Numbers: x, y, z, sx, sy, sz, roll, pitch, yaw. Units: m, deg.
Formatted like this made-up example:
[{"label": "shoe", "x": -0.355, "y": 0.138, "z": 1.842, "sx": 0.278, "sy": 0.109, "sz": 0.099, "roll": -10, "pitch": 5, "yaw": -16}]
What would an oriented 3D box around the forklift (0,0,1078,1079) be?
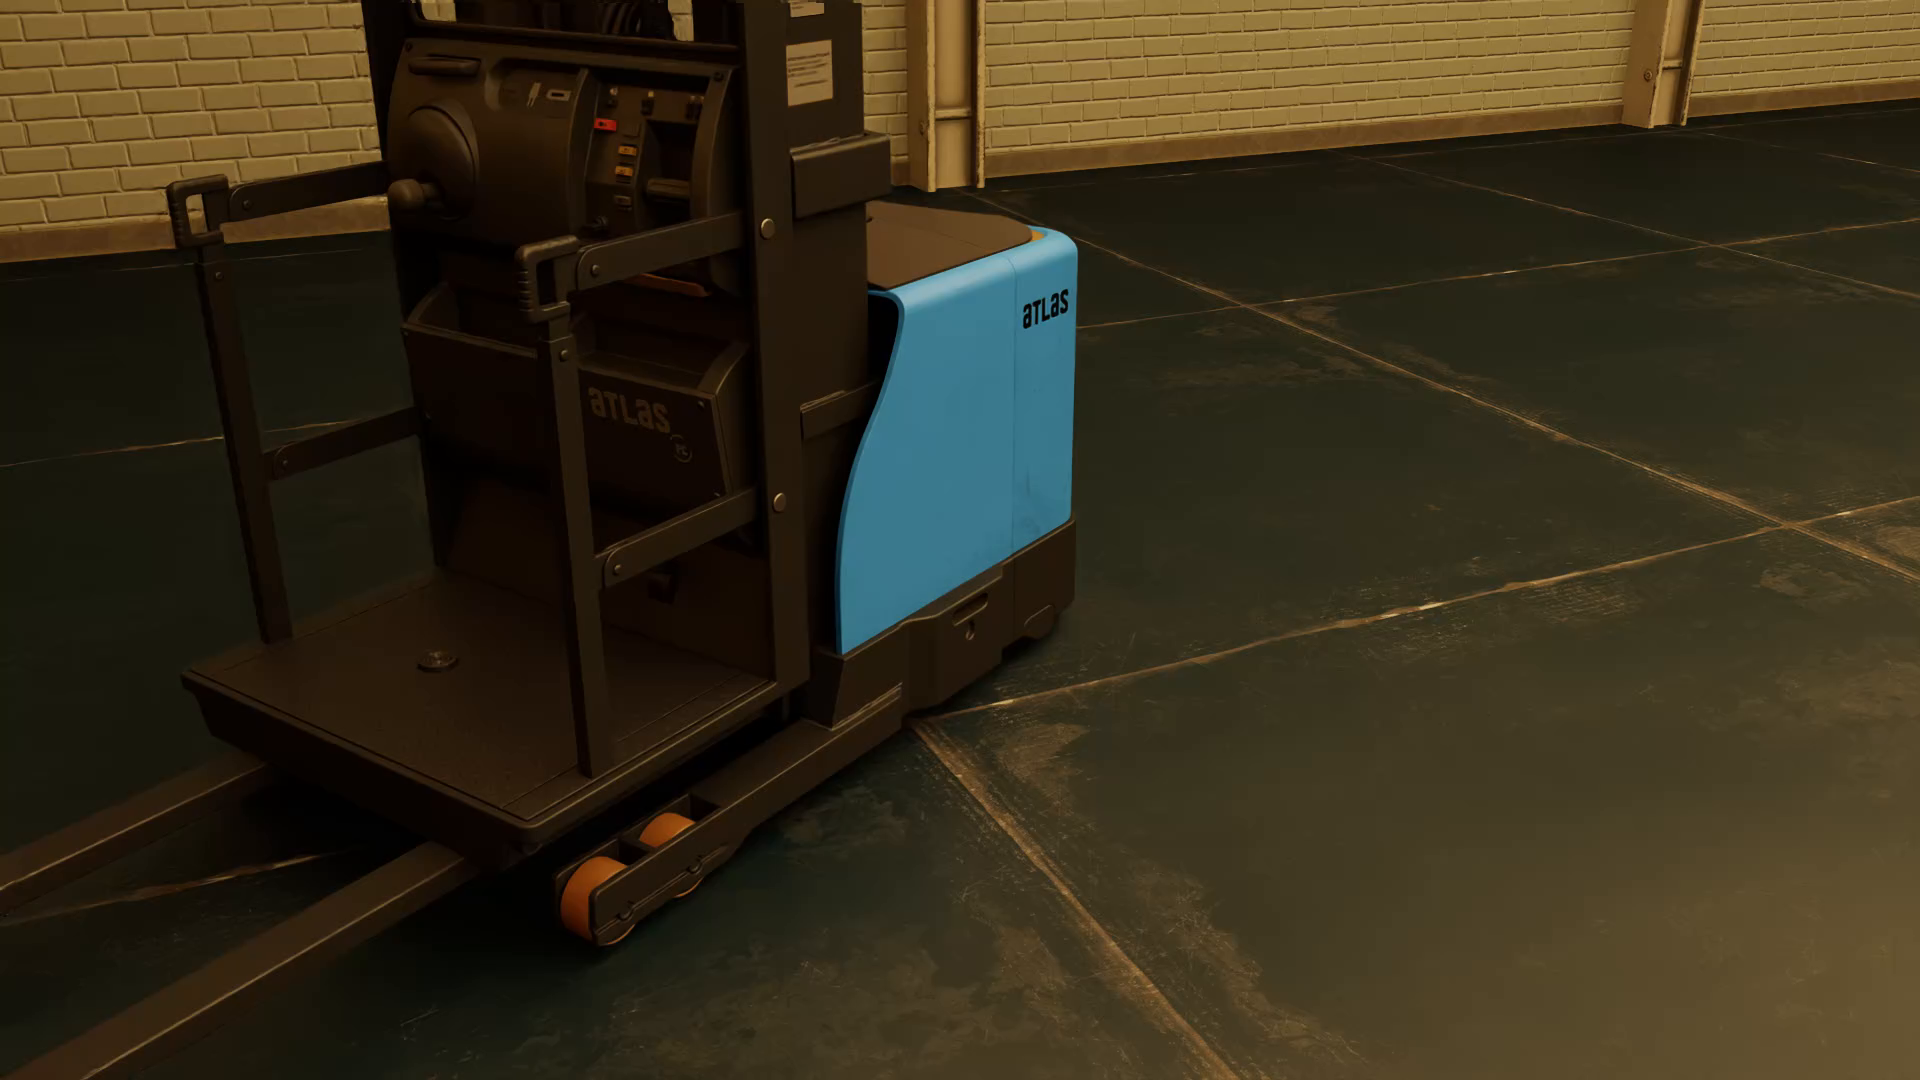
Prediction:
[{"label": "forklift", "x": -0.939, "y": -0.779, "z": 3.161, "sx": 1.130, "sy": 2.935, "sz": 3.031, "roll": 15, "pitch": 27, "yaw": 32}]
